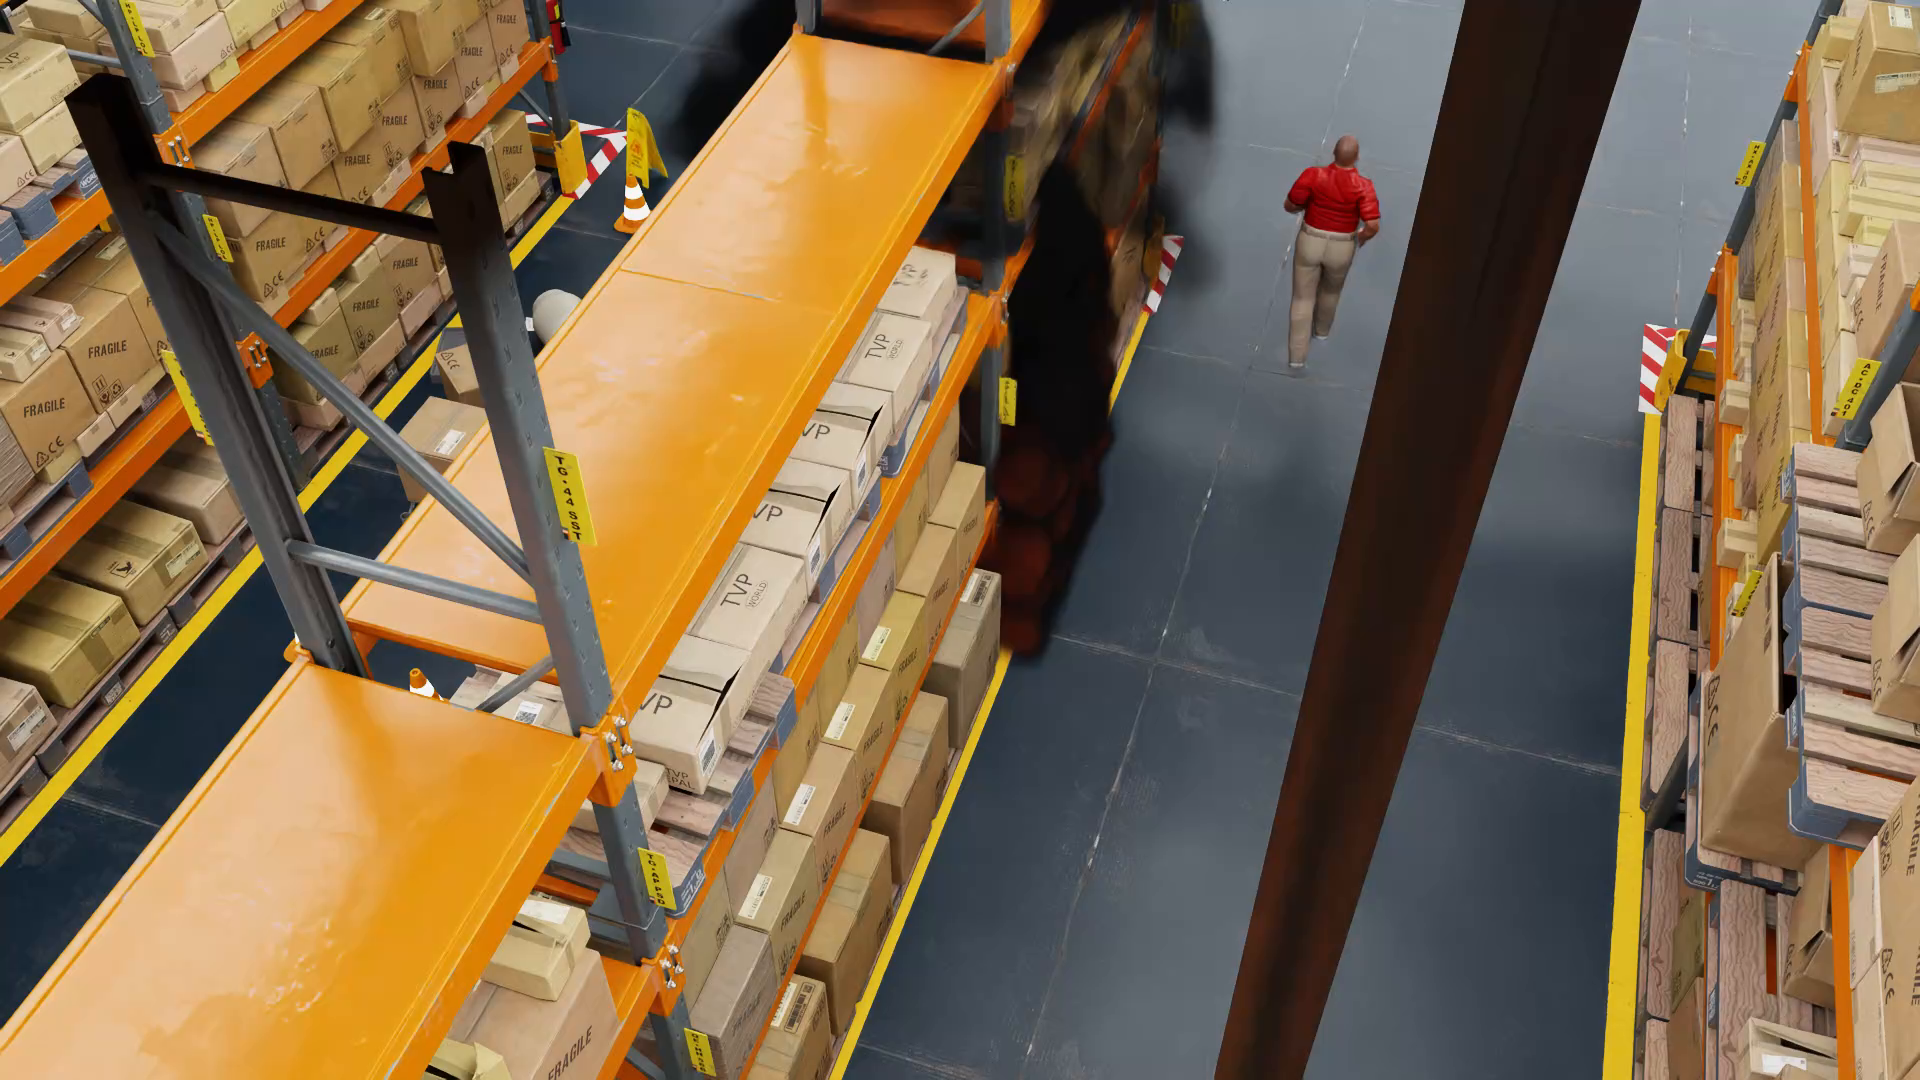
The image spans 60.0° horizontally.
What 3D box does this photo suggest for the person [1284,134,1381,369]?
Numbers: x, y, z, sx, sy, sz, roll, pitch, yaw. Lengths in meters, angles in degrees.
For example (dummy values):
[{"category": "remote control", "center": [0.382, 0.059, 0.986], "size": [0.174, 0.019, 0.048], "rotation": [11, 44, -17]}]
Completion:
[{"category": "person", "center": [2.509, -1.973, 11.459], "size": [0.647, 1.790, 0.781], "rotation": [10, 46, 9]}]
